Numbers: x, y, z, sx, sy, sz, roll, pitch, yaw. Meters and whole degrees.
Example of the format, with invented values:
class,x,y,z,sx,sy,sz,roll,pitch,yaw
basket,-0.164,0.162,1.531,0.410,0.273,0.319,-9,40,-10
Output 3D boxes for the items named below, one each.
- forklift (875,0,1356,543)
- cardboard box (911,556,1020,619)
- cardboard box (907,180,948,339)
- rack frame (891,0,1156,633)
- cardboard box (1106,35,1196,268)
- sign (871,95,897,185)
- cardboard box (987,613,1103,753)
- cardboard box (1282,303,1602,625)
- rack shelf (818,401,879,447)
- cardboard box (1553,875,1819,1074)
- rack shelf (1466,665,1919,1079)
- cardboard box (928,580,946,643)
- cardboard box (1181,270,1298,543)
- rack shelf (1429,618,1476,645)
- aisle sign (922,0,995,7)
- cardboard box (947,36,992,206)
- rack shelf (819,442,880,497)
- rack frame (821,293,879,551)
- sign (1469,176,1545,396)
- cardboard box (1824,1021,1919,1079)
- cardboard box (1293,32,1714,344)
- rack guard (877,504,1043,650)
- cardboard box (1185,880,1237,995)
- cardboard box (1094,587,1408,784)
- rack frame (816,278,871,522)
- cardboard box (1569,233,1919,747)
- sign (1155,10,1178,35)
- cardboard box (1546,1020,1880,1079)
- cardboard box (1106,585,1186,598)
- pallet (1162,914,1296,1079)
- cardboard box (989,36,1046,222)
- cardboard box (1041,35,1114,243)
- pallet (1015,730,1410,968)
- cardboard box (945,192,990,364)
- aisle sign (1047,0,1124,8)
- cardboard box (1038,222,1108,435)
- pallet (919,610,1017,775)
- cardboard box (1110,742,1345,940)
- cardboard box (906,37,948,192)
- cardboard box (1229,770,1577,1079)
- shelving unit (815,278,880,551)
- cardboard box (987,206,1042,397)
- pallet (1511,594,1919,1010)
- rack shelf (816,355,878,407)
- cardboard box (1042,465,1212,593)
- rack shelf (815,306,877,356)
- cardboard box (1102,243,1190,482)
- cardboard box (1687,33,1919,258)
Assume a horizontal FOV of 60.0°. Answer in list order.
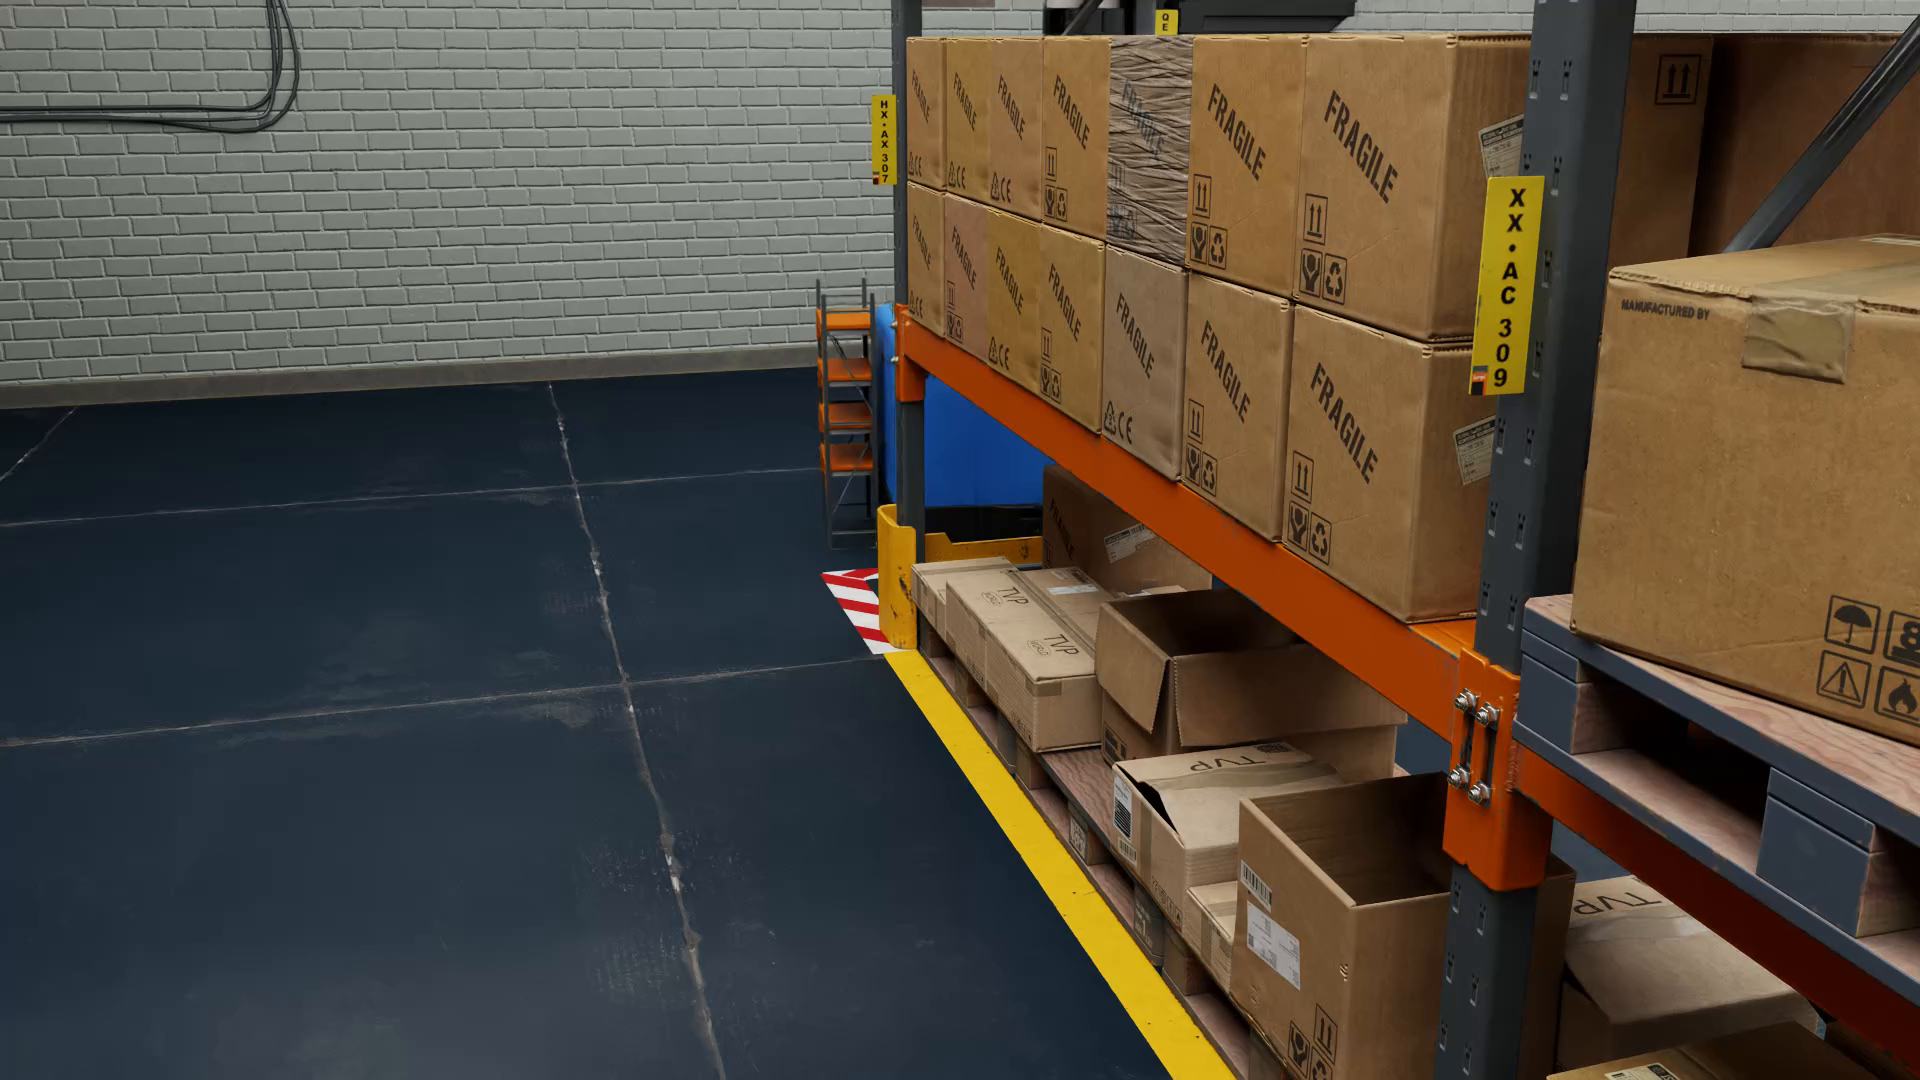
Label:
class,x,y,z,sx,sy,sz,roll,pitch,yaw
forklift,1.137,-1.447,7.674,3.031,2.935,1.130,-2,17,-7
cardboard box,0.028,0.182,6.324,0.380,0.149,0.250,-5,17,-15
cardboard box,0.111,-1.020,5.960,0.500,0.500,0.500,-4,17,-14
rack frame,0.243,-1.116,6.453,1.000,3.000,0.127,-5,17,-15
cardboard box,0.673,-0.937,3.944,0.500,0.500,0.500,-5,17,-15
sign,-0.279,-1.488,6.185,0.100,0.325,0.005,-5,17,-15
cardboard box,0.395,0.440,5.289,0.500,0.250,0.500,-5,17,-15
cardboard box,0.958,-0.175,3.148,0.500,0.500,0.500,-4,17,-14
rack shelf,-0.533,-0.536,7.883,0.258,0.148,0.480,-2,17,-7
cardboard box,1.435,0.934,3.536,0.500,0.311,0.500,-5,17,-15
rack shelf,1.892,0.888,1.031,1.077,0.370,4.000,-5,17,-15
cardboard box,0.096,0.243,6.091,0.380,0.166,0.250,-5,17,-15
cardboard box,0.815,-0.318,3.622,0.500,0.500,0.500,-4,17,-14
rack shelf,0.793,-0.312,4.687,0.919,0.124,3.809,-5,17,-15
aisle sign,-0.058,-2.357,6.064,0.394,0.787,0.004,-5,17,-15
cardboard box,0.262,-1.355,5.337,0.500,0.500,0.500,-5,17,-15
rack shelf,-0.532,-0.346,7.940,0.258,0.148,0.480,-2,17,-7
rack frame,-0.501,-0.531,7.632,0.240,1.200,0.015,-2,17,-7
sign,0.823,-0.379,2.495,0.100,0.325,0.005,-5,17,-15
cardboard box,1.753,1.091,2.687,0.500,0.500,0.500,-5,17,-16
cardboard box,0.954,-0.656,3.009,0.500,0.500,0.500,-5,17,-15
rack guard,0.264,0.102,6.743,1.175,0.500,0.348,-5,17,-15
cardboard box,0.752,0.911,3.896,0.380,0.149,0.250,-5,17,-15
cardboard box,0.821,0.456,4.794,0.797,0.503,0.637,-5,17,-15
rack frame,-0.565,-0.670,8.095,0.240,1.200,0.015,-2,17,-7
cardboard box,1.257,-0.110,2.200,0.700,0.500,0.500,-12,20,-34
sign,0.782,-1.860,6.368,0.100,0.325,0.005,-5,17,-15
cardboard box,1.241,1.130,2.556,0.500,0.500,0.500,-6,18,-18
cardboard box,0.654,0.280,5.965,0.380,0.166,0.250,-5,17,-15
pallet,1.154,1.136,3.803,1.003,0.211,1.213,-5,17,-15
cardboard box,0.395,-1.216,4.875,0.500,0.500,0.500,-4,17,-14
cardboard box,0.536,-1.076,4.408,0.500,0.500,0.500,-5,17,-16
pallet,0.816,0.798,4.929,1.003,0.211,1.213,-5,17,-15
cardboard box,0.258,-0.878,5.487,0.500,0.500,0.500,-5,17,-16
aisle sign,0.519,-2.404,6.222,0.394,0.787,0.004,-5,17,-15
cardboard box,0.529,-0.600,4.563,0.500,0.500,0.500,-4,17,-15
pallet,0.484,0.461,6.050,1.003,0.211,1.213,-5,17,-15
cardboard box,0.707,0.725,4.234,0.500,0.311,0.500,-5,17,-15
cardboard box,0.111,-1.499,5.817,0.500,0.500,0.500,-4,17,-14
cardboard box,0.913,0.842,3.516,0.500,0.500,0.500,-5,17,-15
shelving unit,-0.533,-0.600,7.863,0.258,1.200,0.503,-2,17,-7
cardboard box,0.393,-0.739,5.024,0.500,0.500,0.500,-5,17,-15
pallet,1.457,0.312,2.033,1.003,0.211,1.213,-5,17,-15
rack shelf,-0.533,-0.750,7.818,0.258,0.148,0.480,-2,17,-7
cardboard box,0.629,0.001,6.313,0.500,0.500,0.500,-5,17,-15
rack shelf,-0.534,-0.977,7.750,0.258,0.148,0.480,-2,17,-7
cardboard box,0.672,-0.460,4.095,0.500,0.500,0.500,-4,17,-14
cardboard box,1.483,-0.689,3.119,0.500,0.500,0.500,-4,17,-14
